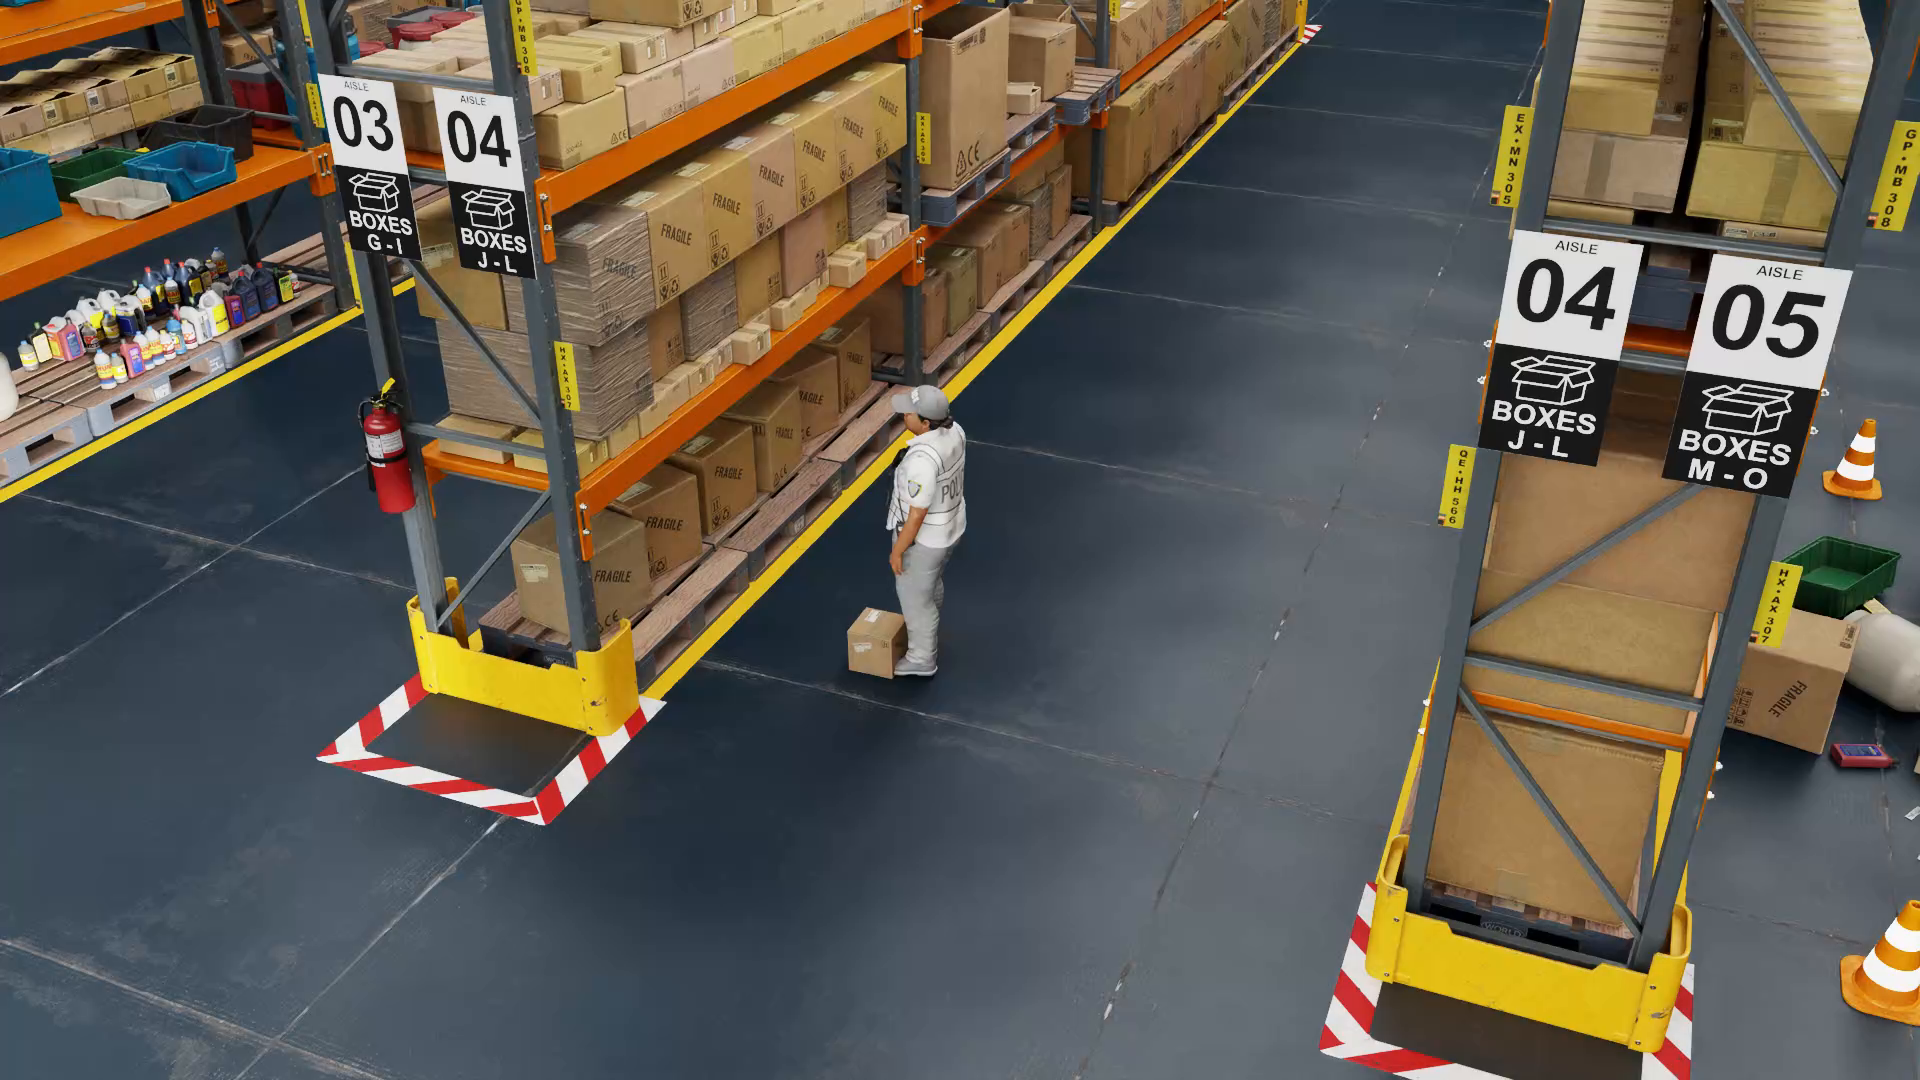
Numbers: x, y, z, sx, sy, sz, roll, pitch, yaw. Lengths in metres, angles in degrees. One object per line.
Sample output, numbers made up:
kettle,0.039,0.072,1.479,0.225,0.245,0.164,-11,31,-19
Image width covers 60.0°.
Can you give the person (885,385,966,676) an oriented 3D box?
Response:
person,-0.242,-0.059,8.469,0.526,1.670,0.597,11,32,19
